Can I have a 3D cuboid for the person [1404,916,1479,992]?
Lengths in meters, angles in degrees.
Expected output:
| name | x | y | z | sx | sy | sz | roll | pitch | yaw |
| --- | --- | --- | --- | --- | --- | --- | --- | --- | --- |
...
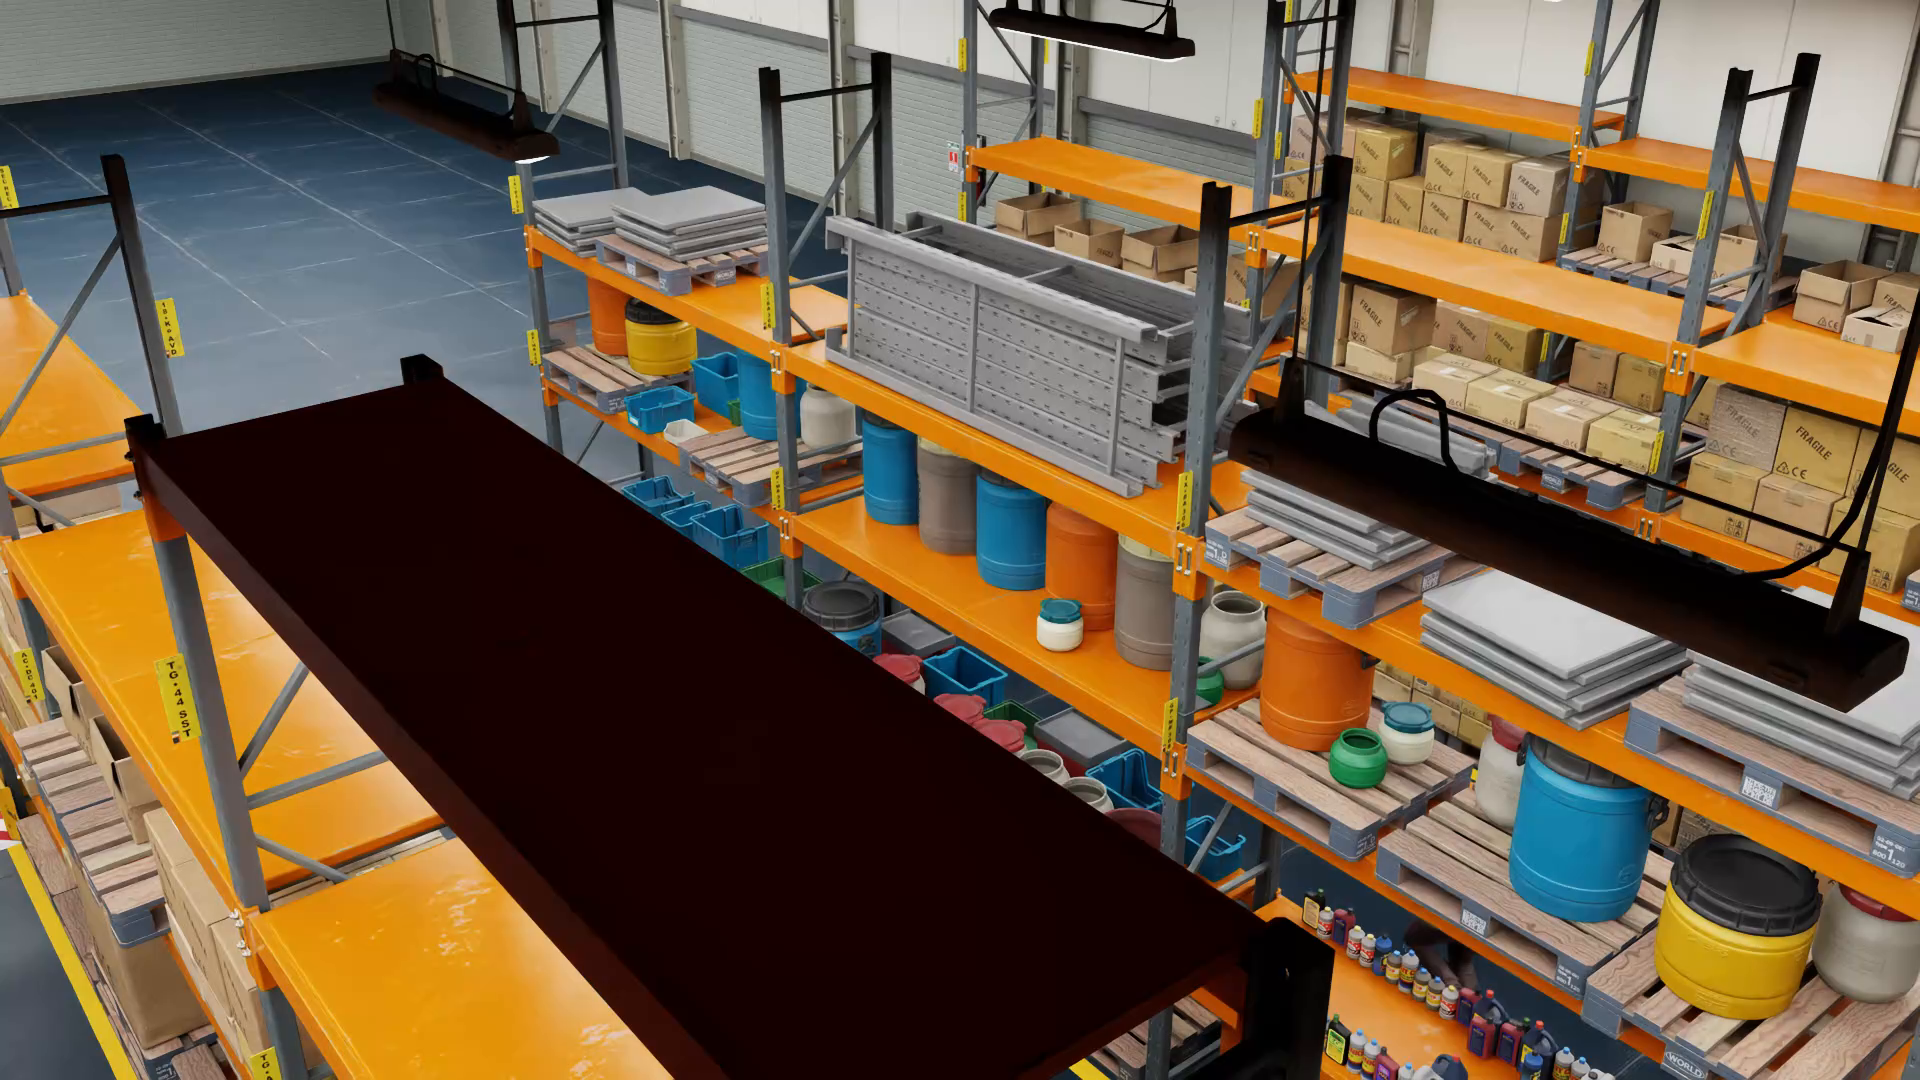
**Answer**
| name | x | y | z | sx | sy | sz | roll | pitch | yaw |
| --- | --- | --- | --- | --- | --- | --- | --- | --- | --- |
| person | 3.321 | 2.528 | 11.177 | 0.659 | 1.635 | 0.729 | -12 | 28 | -23 |
